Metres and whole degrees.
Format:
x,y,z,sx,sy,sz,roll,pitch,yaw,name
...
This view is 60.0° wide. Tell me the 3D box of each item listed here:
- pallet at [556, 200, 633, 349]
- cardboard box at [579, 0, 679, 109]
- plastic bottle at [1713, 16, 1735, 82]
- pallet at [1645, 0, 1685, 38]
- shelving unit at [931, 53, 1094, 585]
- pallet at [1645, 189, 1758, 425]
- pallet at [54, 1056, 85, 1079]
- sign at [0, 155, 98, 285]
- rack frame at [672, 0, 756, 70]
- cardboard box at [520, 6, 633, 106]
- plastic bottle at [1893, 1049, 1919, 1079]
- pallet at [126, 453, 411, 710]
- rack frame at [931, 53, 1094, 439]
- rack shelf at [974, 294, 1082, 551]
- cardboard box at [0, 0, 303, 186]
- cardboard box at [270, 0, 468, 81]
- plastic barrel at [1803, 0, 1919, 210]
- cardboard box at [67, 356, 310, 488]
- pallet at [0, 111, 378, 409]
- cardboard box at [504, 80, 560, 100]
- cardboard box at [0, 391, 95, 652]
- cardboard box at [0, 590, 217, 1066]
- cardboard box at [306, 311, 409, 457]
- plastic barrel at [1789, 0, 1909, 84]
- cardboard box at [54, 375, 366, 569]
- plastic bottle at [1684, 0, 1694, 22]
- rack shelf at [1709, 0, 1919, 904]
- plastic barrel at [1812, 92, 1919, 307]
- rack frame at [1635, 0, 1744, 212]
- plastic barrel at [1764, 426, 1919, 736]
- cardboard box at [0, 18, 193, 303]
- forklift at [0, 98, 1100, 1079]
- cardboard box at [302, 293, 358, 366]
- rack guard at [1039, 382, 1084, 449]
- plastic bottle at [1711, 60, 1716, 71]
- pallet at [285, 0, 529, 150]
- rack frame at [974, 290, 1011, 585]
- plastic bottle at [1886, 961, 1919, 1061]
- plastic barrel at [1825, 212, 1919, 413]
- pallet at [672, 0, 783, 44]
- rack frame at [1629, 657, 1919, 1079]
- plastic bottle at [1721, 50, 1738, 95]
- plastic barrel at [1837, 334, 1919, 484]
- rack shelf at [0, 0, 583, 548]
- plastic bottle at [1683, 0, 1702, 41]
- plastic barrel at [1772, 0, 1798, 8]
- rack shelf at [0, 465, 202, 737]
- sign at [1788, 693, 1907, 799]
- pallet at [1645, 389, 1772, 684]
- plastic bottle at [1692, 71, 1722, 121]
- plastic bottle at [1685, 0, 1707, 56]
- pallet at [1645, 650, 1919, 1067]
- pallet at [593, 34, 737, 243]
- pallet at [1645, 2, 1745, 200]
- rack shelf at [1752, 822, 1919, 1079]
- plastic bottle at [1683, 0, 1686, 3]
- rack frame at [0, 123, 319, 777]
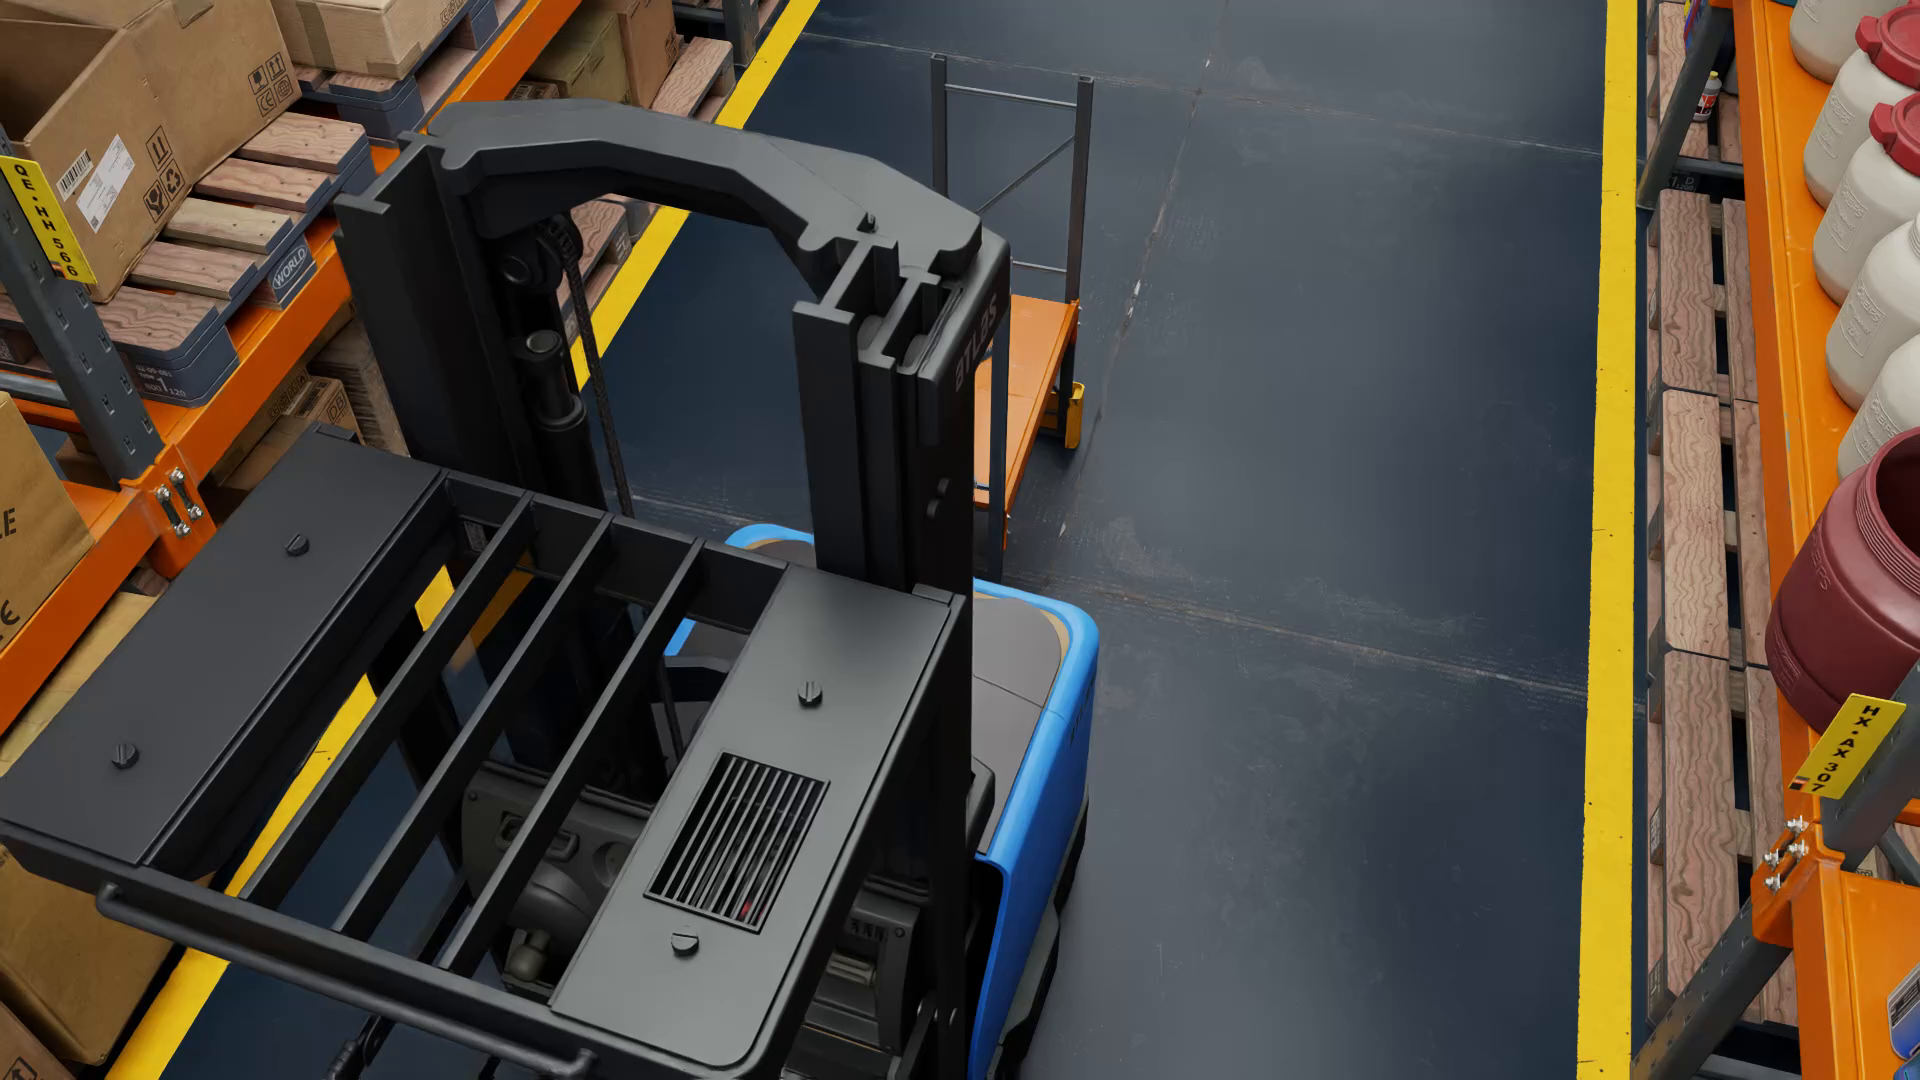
x,y,z,sx,sy,sz,roll,pitch,yaw,name
-1.970,-0.931,6.431,1.003,0.211,1.213,12,50,10,pallet
-1.630,-2.181,7.048,0.700,0.500,0.500,8,49,7,cardboard box
3.222,-2.117,7.091,0.144,0.351,0.185,10,49,9,plastic bottle
3.867,-2.765,8.050,1.003,0.211,1.213,12,50,10,pallet
0.020,-0.551,5.236,0.587,1.500,1.083,12,50,10,shelving unit
3.161,-0.827,6.339,1.003,0.211,1.213,12,50,10,pallet
-2.781,1.069,4.666,1.003,0.211,1.213,12,50,10,pallet
-1.964,-0.686,3.582,0.100,0.325,0.005,12,50,10,sign
-1.448,-3.303,6.664,1.000,3.000,0.127,12,50,10,rack frame
-1.774,-1.840,6.747,0.700,0.500,0.500,11,50,10,cardboard box
1.795,0.938,3.007,0.097,0.271,0.097,0,49,0,plastic bottle
-2.293,-0.052,5.655,1.003,0.211,1.213,12,50,10,pallet
0.156,-0.926,5.567,0.500,1.500,0.032,12,50,10,rack frame
0.022,-0.439,5.377,0.538,0.185,1.000,12,50,10,rack shelf
-2.346,-1.404,4.641,0.700,0.500,0.500,18,51,16,cardboard box
-1.837,-1.666,5.039,0.500,0.250,0.500,10,49,9,cardboard box
2.674,-1.191,4.710,0.433,0.535,0.433,0,49,0,plastic barrel
-2.353,-0.467,5.035,0.500,0.250,0.500,13,50,12,cardboard box
-2.416,-0.883,4.656,1.213,0.211,1.003,12,50,10,pallet
-1.921,-1.435,6.390,0.700,0.500,0.500,8,49,7,cardboard box
-2.391,-0.037,3.715,0.500,0.500,0.500,13,50,11,cardboard box
-2.702,0.650,4.313,1.225,0.875,0.875,9,49,8,cardboard box
-2.210,-0.620,5.671,0.700,0.500,0.500,8,49,7,cardboard box
2.867,-1.722,5.178,0.433,0.535,0.433,0,49,0,plastic barrel
-2.343,-0.217,5.314,0.700,0.500,0.500,9,49,8,cardboard box
3.358,-2.490,7.420,0.144,0.351,0.185,11,50,10,plastic bottle
2.804,-0.641,4.795,1.077,0.370,4.000,12,50,10,rack shelf
2.560,-0.878,4.434,0.433,0.535,0.433,0,49,0,plastic barrel
3.331,-2.325,5.802,1.000,3.000,0.127,12,50,10,rack frame
2.108,0.127,3.546,0.600,0.536,0.708,12,50,10,plastic barrel
-2.397,-0.980,4.268,0.500,0.500,0.500,6,49,5,cardboard box
-0.602,0.842,3.052,1.130,2.935,3.031,15,50,13,forklift
-2.223,-0.852,5.375,0.500,0.250,0.500,17,51,14,cardboard box
0.151,-0.498,6.023,0.587,0.250,0.087,12,50,10,rack guard
3.139,-1.985,7.020,0.061,0.283,0.133,14,50,12,plastic bottle
-2.019,-1.786,5.454,1.003,0.211,1.213,12,50,10,pallet
-0.111,-0.190,4.918,0.500,1.500,0.032,12,50,10,rack frame
1.852,0.858,3.075,0.152,0.276,0.135,12,50,10,plastic bottle
2.453,-0.560,4.169,0.421,0.512,0.421,0,49,0,plastic barrel
-1.305,-2.873,8.145,1.003,0.211,1.213,12,50,10,pallet
2.278,0.568,3.248,1.000,3.000,0.127,12,50,10,rack frame
3.361,-2.089,7.066,0.144,0.351,0.185,12,50,10,plastic bottle
2.343,-0.255,3.900,0.421,0.512,0.421,0,49,0,plastic barrel
-1.974,-1.618,5.657,1.077,0.370,4.000,12,50,10,rack shelf
3.275,-2.360,7.350,0.061,0.283,0.133,15,50,13,plastic bottle
2.937,-2.272,5.420,0.600,0.901,0.708,12,50,10,plastic barrel
-3.027,1.275,3.104,1.077,0.370,4.000,12,50,10,rack shelf
1.745,0.410,3.278,0.100,0.325,0.005,12,50,10,sign
2.842,0.058,5.558,1.003,0.211,1.213,12,50,10,pallet
3.126,-1.869,6.972,0.097,0.201,0.097,0,49,0,plastic bottle
3.273,-2.256,7.214,0.144,0.351,0.185,9,49,8,plastic bottle
2.519,0.938,4.781,1.003,0.211,1.213,12,50,10,pallet
-1.651,-1.817,7.213,1.003,0.211,1.213,12,50,10,pallet
3.548,-1.880,7.269,1.003,0.211,1.213,12,50,10,pallet
1.751,2.253,2.241,1.077,0.370,4.000,12,50,10,rack shelf
3.404,-2.582,7.551,0.152,0.276,0.135,12,50,11,plastic bottle
-2.500,-0.410,4.111,1.000,3.000,0.127,12,50,10,rack frame
